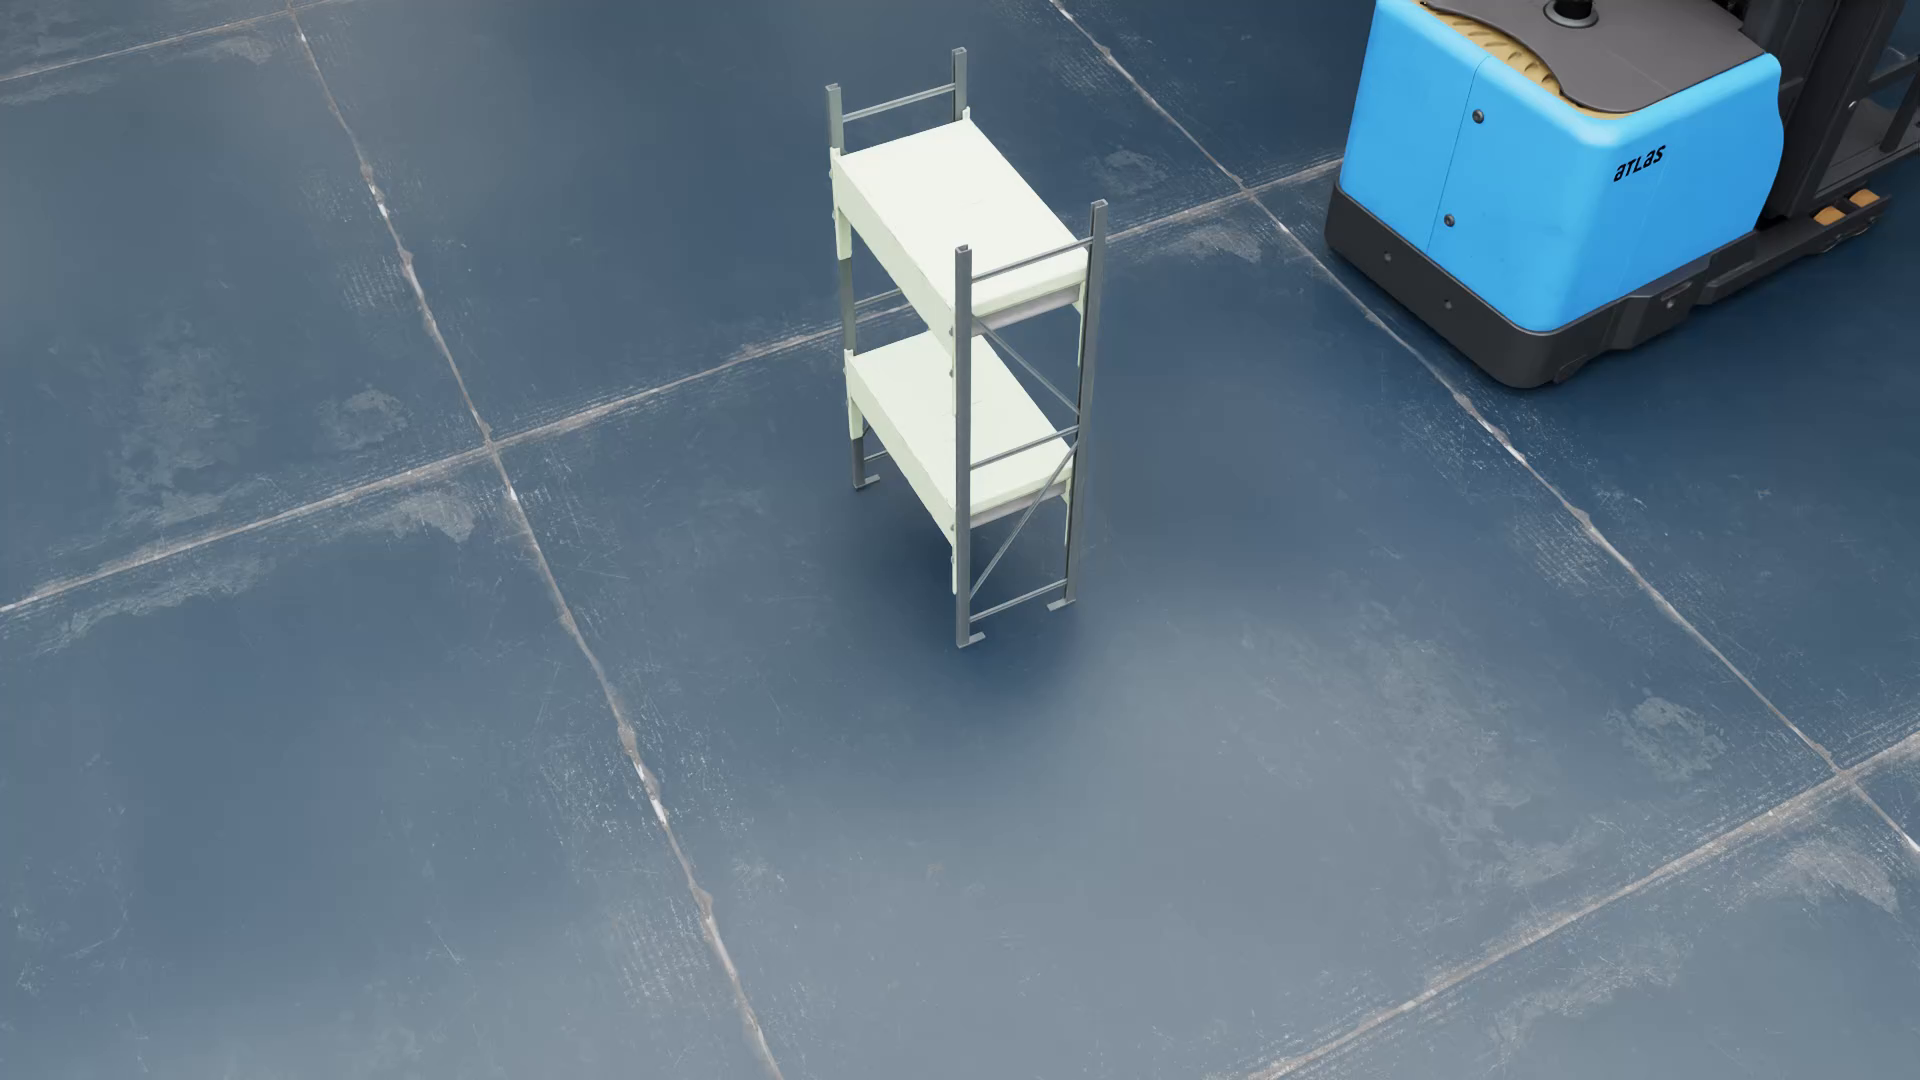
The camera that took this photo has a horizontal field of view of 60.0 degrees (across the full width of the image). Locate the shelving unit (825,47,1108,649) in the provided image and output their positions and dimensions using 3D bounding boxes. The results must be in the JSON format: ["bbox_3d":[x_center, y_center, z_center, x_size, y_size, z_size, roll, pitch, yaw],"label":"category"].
[{"bbox_3d":[0.003,-0.489,4.682,0.431,1.500,0.755,-21,52,-18],"label":"shelving unit"}]

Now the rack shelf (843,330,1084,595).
[{"bbox_3d":[0.003,-0.275,4.927,0.431,0.370,0.720,-21,52,-18],"label":"rack shelf"}]

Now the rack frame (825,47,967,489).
[{"bbox_3d":[-0.164,-0.734,4.896,0.400,1.500,0.023,-21,52,-18],"label":"rack frame"}]

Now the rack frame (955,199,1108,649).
[{"bbox_3d":[0.171,-0.244,4.467,0.400,1.500,0.023,-21,52,-18],"label":"rack frame"}]

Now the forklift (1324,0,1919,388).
[{"bbox_3d":[2.861,-2.344,5.353,3.031,2.935,1.130,-26,54,-21],"label":"forklift"}]

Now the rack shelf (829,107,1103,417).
[{"bbox_3d":[0.003,-0.746,4.388,0.431,0.370,0.720,-21,52,-18],"label":"rack shelf"}]
